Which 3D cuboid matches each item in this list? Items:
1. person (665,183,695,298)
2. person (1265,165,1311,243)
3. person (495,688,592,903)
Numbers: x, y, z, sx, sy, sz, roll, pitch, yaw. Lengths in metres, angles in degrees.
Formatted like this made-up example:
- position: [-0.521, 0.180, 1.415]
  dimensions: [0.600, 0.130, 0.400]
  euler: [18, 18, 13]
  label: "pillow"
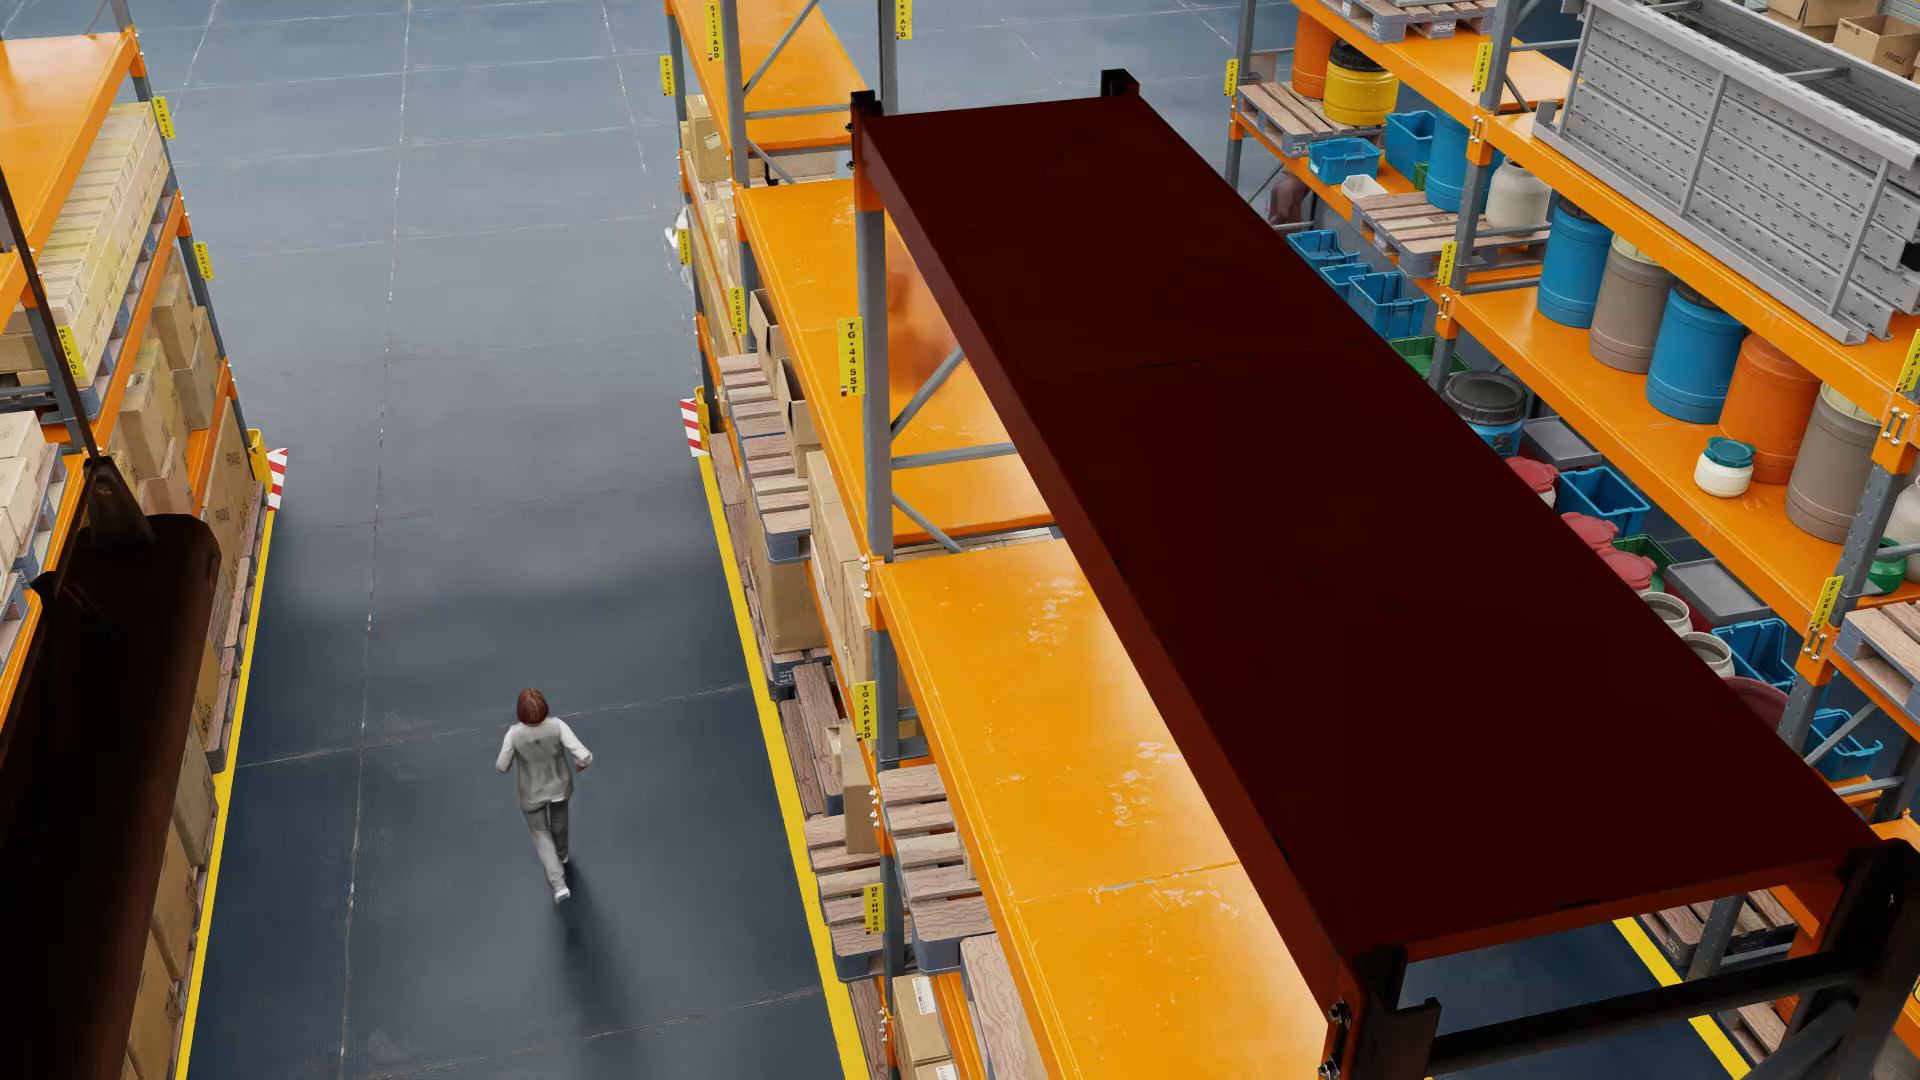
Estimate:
- position: [-2.668, -2.855, 16.766]
  dimensions: [0.666, 1.688, 0.585]
  euler: [16, 37, 22]
  label: "person"
- position: [3.317, -3.238, 17.298]
  dimensions: [0.562, 1.733, 0.790]
  euler: [24, 41, 31]
  label: "person"
- position: [-2.566, 1.585, 10.394]
  dimensions: [0.565, 1.554, 0.823]
  euler: [-13, 36, -18]
  label: "person"
